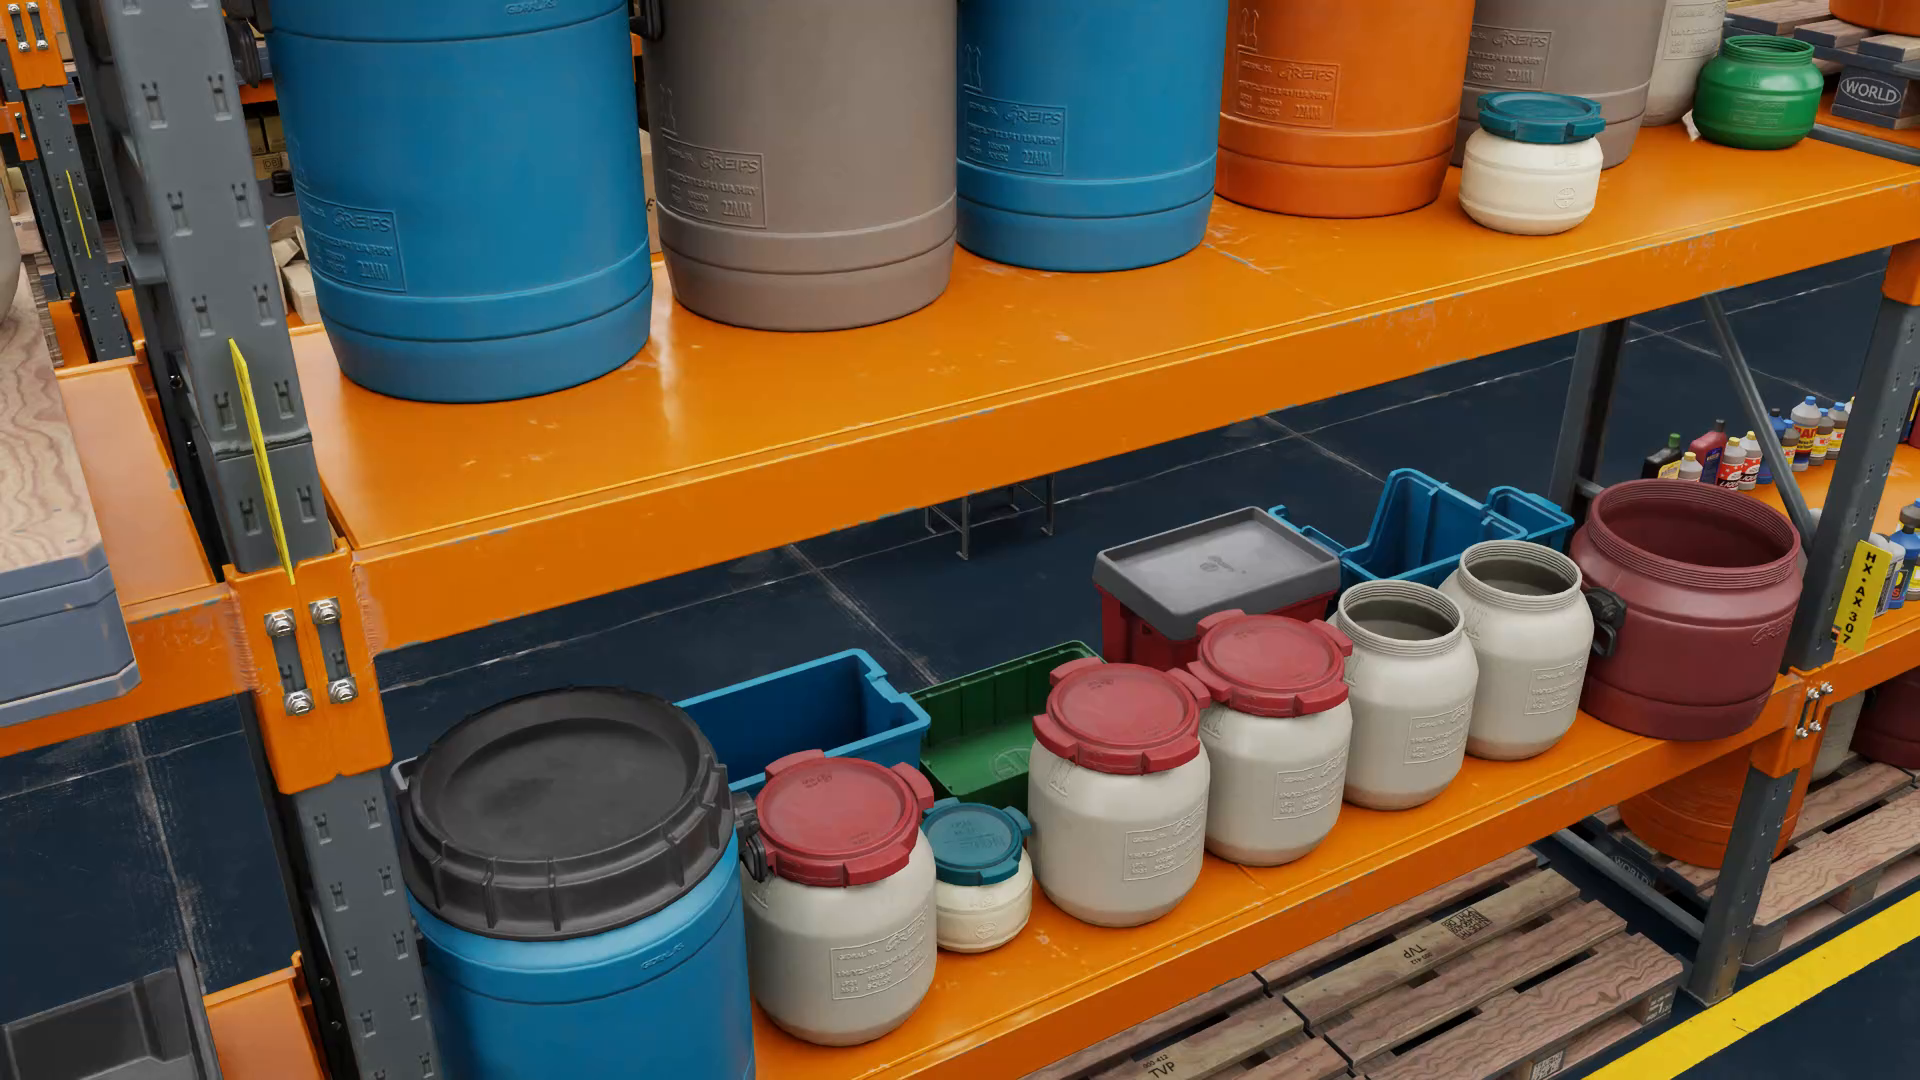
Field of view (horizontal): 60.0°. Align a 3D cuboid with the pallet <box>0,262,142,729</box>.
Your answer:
[{"bbox_3d":[-1.770,-0.029,2.288,1.003,0.211,1.213,-16,33,-26],"label":"pallet"}]

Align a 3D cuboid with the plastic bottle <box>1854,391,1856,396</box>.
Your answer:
[{"bbox_3d":[3.369,-0.500,6.172,0.133,0.283,0.061,-16,33,-26],"label":"plastic bottle"}]

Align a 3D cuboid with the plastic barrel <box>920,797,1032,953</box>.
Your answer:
[{"bbox_3d":[0.021,0.785,3.866,0.301,0.262,0.301,0,29,0],"label":"plastic barrel"}]

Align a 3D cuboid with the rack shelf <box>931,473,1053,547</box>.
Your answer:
[{"bbox_3d":[0.143,-0.335,8.161,0.480,0.518,0.431,-16,33,-26],"label":"rack shelf"}]

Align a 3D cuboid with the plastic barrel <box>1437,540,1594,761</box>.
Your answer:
[{"bbox_3d":[1.472,0.297,4.491,0.421,0.512,0.421,0,29,0],"label":"plastic barrel"}]

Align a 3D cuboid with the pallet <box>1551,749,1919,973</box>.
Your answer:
[{"bbox_3d":[2.910,1.016,6.190,1.213,0.211,1.003,-16,33,-26],"label":"pallet"}]

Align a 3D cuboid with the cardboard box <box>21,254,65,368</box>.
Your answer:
[{"bbox_3d":[-4.083,-1.012,6.876,0.500,0.500,0.700,-17,33,-28],"label":"cardboard box"}]

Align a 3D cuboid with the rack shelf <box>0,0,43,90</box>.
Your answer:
[{"bbox_3d":[-5.428,-1.588,5.664,4.000,0.370,1.077,-16,33,-26],"label":"rack shelf"}]

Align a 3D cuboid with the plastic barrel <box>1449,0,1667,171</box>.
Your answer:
[{"bbox_3d":[1.433,-1.417,4.089,0.600,0.901,0.600,0,29,0],"label":"plastic barrel"}]

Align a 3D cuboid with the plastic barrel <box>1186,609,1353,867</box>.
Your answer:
[{"bbox_3d":[0.744,0.497,4.104,0.433,0.535,0.433,0,29,0],"label":"plastic barrel"}]

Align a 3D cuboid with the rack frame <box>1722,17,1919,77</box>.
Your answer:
[{"bbox_3d":[2.251,-2.621,3.686,0.127,3.000,1.000,-16,33,-26],"label":"rack frame"}]

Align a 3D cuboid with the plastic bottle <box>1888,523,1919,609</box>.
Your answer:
[{"bbox_3d":[2.902,0.074,5.145,0.097,0.271,0.097,0,29,0],"label":"plastic bottle"}]

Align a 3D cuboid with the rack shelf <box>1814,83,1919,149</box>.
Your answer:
[{"bbox_3d":[3.975,-1.482,5.472,4.000,0.370,1.077,-16,33,-26],"label":"rack shelf"}]

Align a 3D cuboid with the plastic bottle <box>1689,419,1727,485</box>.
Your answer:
[{"bbox_3d":[2.583,-0.277,5.767,0.133,0.283,0.061,-16,33,-26],"label":"plastic bottle"}]

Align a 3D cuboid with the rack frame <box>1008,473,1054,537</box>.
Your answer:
[{"bbox_3d":[0.353,-1.020,7.924,0.015,2.100,0.400,-16,33,-26],"label":"rack frame"}]

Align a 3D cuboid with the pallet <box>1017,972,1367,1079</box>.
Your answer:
[{"bbox_3d":[0.513,1.697,4.957,1.213,0.211,1.003,-16,33,-26],"label":"pallet"}]

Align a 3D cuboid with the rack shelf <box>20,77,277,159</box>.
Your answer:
[{"bbox_3d":[-4.492,-3.317,11.900,4.000,0.370,1.077,-16,33,-26],"label":"rack shelf"}]

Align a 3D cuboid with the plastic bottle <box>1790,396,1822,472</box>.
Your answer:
[{"bbox_3d":[3.027,-0.387,5.980,0.097,0.271,0.097,0,29,0],"label":"plastic bottle"}]

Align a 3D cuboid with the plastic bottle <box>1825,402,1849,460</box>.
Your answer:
[{"bbox_3d":[3.195,-0.404,6.084,0.097,0.201,0.097,0,29,0],"label":"plastic bottle"}]

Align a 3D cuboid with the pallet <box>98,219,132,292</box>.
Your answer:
[{"bbox_3d":[-5.546,-2.113,11.860,1.213,0.211,1.003,-16,33,-26],"label":"pallet"}]

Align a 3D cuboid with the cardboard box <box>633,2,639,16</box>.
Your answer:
[{"bbox_3d":[-2.367,-4.004,12.641,0.250,0.149,0.380,-16,33,-27],"label":"cardboard box"}]

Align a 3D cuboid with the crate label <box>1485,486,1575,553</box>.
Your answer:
[{"bbox_3d":[1.698,0.026,5.272,0.416,0.233,0.303,-16,33,-26],"label":"crate label"}]

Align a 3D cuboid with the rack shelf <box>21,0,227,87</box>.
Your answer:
[{"bbox_3d":[-1.980,-2.568,7.438,4.000,0.370,1.077,-16,33,-26],"label":"rack shelf"}]

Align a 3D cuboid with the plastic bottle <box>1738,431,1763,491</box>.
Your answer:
[{"bbox_3d":[2.775,-0.285,5.868,0.097,0.201,0.097,0,29,0],"label":"plastic bottle"}]

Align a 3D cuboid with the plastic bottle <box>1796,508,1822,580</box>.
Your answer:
[{"bbox_3d":[2.711,0.025,5.228,0.135,0.276,0.152,-16,33,-26],"label":"plastic bottle"}]

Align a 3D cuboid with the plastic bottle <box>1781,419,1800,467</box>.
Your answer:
[{"bbox_3d":[2.943,-0.333,5.954,0.097,0.201,0.097,0,29,0],"label":"plastic bottle"}]

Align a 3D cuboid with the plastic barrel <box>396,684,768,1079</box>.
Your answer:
[{"bbox_3d":[-0.711,0.797,3.183,0.708,0.901,0.600,-16,33,-26],"label":"plastic barrel"}]

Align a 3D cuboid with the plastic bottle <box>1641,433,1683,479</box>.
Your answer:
[{"bbox_3d":[2.384,-0.220,5.665,0.133,0.283,0.061,-16,33,-26],"label":"plastic bottle"}]

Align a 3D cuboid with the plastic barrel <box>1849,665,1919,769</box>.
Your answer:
[{"bbox_3d":[3.638,0.474,6.347,0.708,0.588,0.600,-16,33,-26],"label":"plastic barrel"}]

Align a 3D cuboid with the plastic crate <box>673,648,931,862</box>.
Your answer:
[{"bbox_3d":[-0.404,0.592,4.089,0.575,0.384,0.392,-16,33,-26],"label":"plastic crate"}]

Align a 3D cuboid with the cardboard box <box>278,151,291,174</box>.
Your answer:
[{"bbox_3d":[-4.710,-2.683,12.139,0.500,0.500,0.700,-15,32,-26],"label":"cardboard box"}]

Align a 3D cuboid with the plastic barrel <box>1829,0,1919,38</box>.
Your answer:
[{"bbox_3d":[2.742,-1.817,4.455,0.708,0.830,0.600,-16,33,-26],"label":"plastic barrel"}]

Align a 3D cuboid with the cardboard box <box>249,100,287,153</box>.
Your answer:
[{"bbox_3d":[-4.766,-2.994,11.927,0.500,0.250,0.500,-17,33,-28],"label":"cardboard box"}]

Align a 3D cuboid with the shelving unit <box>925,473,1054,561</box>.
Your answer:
[{"bbox_3d":[0.143,-0.960,7.816,0.503,2.100,0.431,-16,33,-26],"label":"shelving unit"}]

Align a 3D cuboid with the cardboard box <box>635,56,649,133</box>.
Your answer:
[{"bbox_3d":[-2.068,-3.489,13.259,0.750,0.750,0.750,-16,33,-27],"label":"cardboard box"}]

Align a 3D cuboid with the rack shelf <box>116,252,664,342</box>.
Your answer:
[{"bbox_3d":[-1.980,-1.254,8.163,4.000,0.370,1.077,-16,33,-26],"label":"rack shelf"}]

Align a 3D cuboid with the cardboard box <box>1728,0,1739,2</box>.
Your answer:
[{"bbox_3d":[5.075,-3.897,11.068,0.500,0.500,0.500,-15,32,-25],"label":"cardboard box"}]

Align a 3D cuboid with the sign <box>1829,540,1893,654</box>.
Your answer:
[{"bbox_3d":[2.536,0.162,4.684,0.005,0.325,0.100,-16,33,-26],"label":"sign"}]

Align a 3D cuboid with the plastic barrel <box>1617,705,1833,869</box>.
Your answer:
[{"bbox_3d":[2.664,0.645,5.788,0.708,0.830,0.600,-16,33,-26],"label":"plastic barrel"}]

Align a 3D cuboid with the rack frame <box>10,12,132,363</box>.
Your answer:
[{"bbox_3d":[-3.704,-1.080,7.102,0.127,3.000,1.000,-16,33,-26],"label":"rack frame"}]

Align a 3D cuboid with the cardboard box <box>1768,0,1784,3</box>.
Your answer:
[{"bbox_3d":[5.515,-3.590,11.546,0.500,0.500,0.500,-16,32,-26],"label":"cardboard box"}]

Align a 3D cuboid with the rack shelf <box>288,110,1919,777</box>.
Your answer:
[{"bbox_3d":[0.527,-0.503,3.697,4.000,0.370,1.077,-16,33,-26],"label":"rack shelf"}]

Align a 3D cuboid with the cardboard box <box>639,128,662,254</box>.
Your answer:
[{"bbox_3d":[-1.694,-1.685,8.095,0.500,0.500,0.500,-18,34,-29],"label":"cardboard box"}]

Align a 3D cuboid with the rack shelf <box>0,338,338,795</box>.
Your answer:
[{"bbox_3d":[-2.922,0.476,1.923,4.000,0.370,1.077,-16,33,-26],"label":"rack shelf"}]

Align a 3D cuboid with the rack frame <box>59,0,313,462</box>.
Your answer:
[{"bbox_3d":[-1.198,-1.642,1.912,0.127,3.000,1.000,-16,33,-26],"label":"rack frame"}]

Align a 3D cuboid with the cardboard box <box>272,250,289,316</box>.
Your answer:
[{"bbox_3d":[-3.302,-1.153,7.389,0.500,0.250,0.500,-14,32,-23],"label":"cardboard box"}]

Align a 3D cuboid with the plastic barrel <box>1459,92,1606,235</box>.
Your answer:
[{"bbox_3d":[1.273,-0.839,3.704,0.301,0.262,0.301,0,29,0],"label":"plastic barrel"}]

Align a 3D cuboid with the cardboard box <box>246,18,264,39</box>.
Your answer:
[{"bbox_3d":[-4.723,-3.797,11.467,0.500,0.500,0.700,-11,31,-20],"label":"cardboard box"}]

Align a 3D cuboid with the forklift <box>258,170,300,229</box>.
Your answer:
[{"bbox_3d":[-3.025,-2.653,10.024,3.031,2.935,1.130,-21,35,-33],"label":"forklift"}]

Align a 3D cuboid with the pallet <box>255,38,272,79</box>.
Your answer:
[{"bbox_3d":[-4.454,-3.536,11.751,1.213,0.211,1.003,-16,33,-26],"label":"pallet"}]

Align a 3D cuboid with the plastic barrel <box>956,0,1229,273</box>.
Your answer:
[{"bbox_3d":[0.259,-1.083,3.485,0.708,0.901,0.600,-16,33,-26],"label":"plastic barrel"}]

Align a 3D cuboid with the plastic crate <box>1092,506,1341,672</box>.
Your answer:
[{"bbox_3d":[0.703,0.246,4.634,0.583,0.464,0.402,-16,33,-26],"label":"plastic crate"}]

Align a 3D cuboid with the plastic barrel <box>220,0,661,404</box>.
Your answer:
[{"bbox_3d":[-0.869,-0.763,2.905,0.708,0.901,0.600,-16,33,-26],"label":"plastic barrel"}]

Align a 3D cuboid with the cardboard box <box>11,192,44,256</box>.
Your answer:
[{"bbox_3d":[-3.830,-1.252,6.639,0.250,0.149,0.380,-16,33,-26],"label":"cardboard box"}]
